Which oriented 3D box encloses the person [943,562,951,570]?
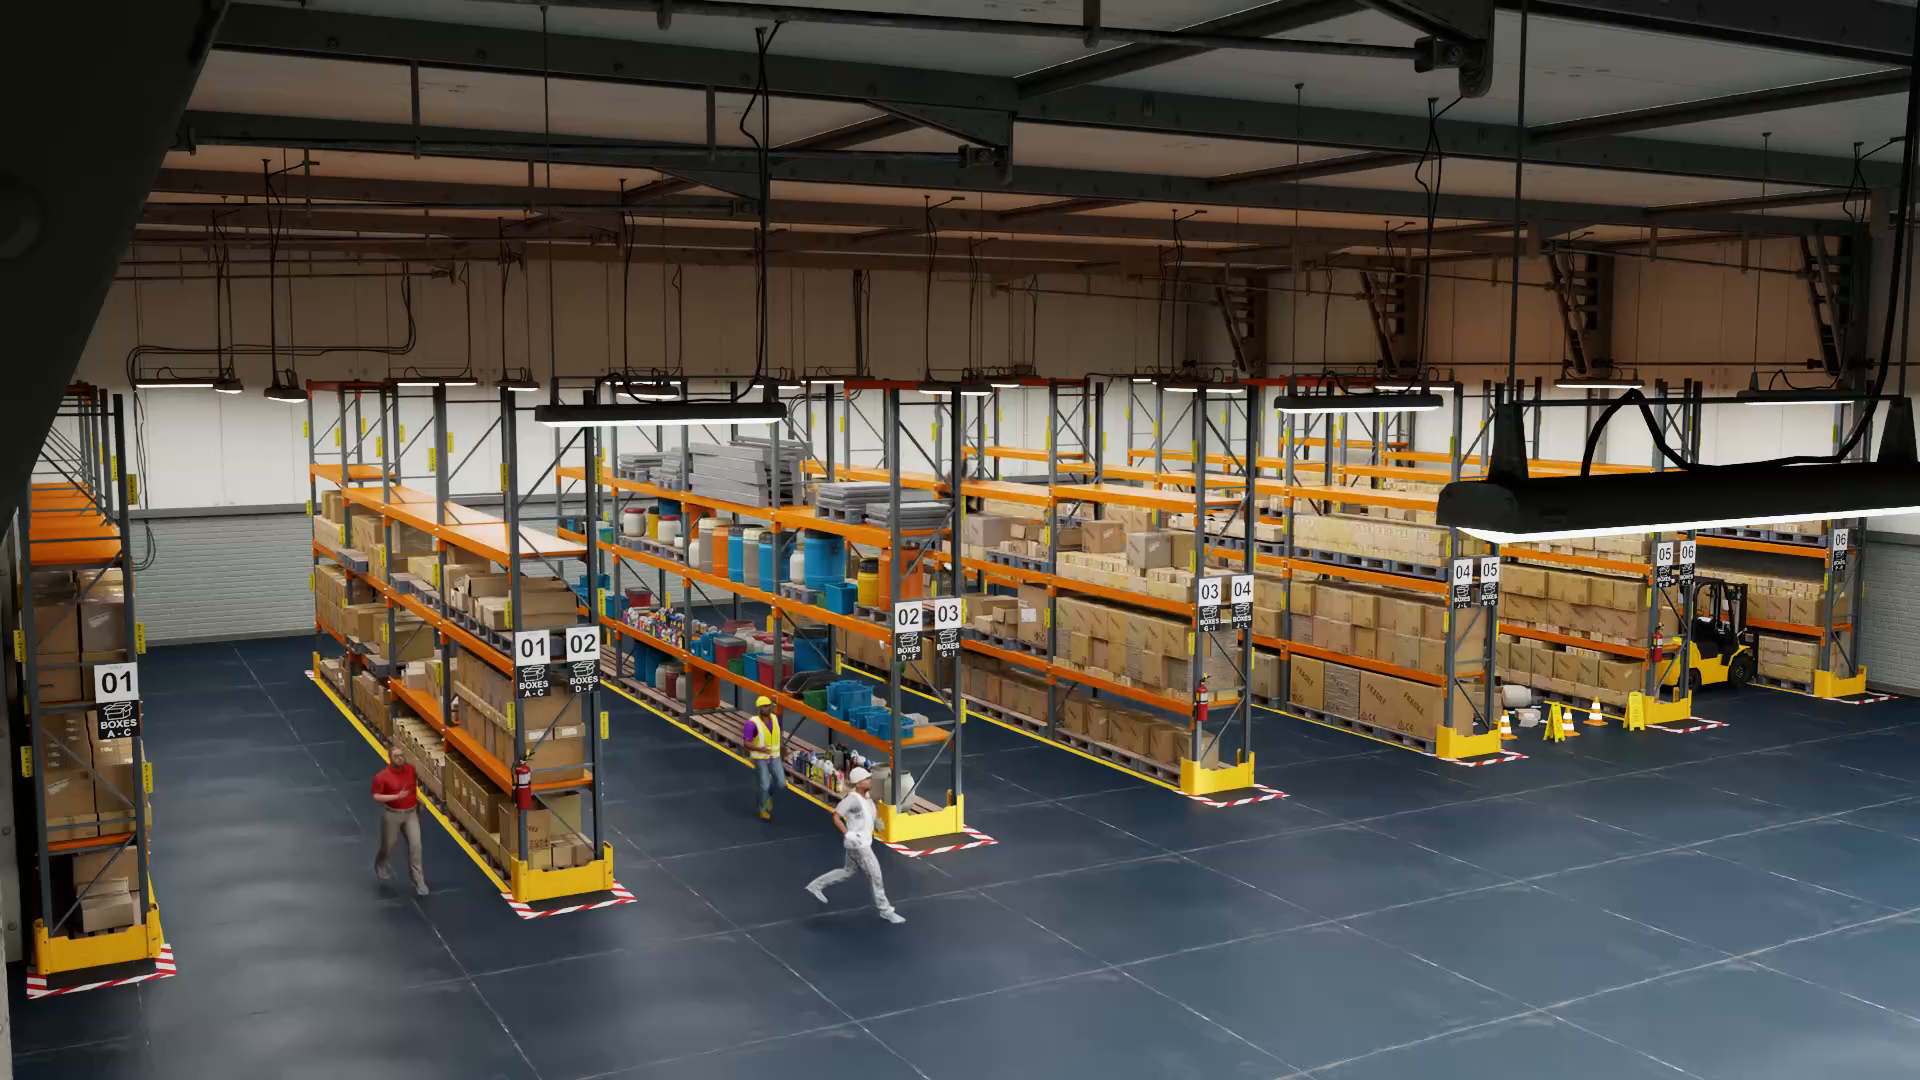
[{"bbox_3d":[-0.486,1.114,41.345,0.650,1.652,0.555,5,8,42],"label":"person"}]

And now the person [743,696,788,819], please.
[{"bbox_3d":[-2.661,3.020,23.056,0.692,1.724,0.582,-5,8,-37],"label":"person"}]

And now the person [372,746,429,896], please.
[{"bbox_3d":[-6.724,3.334,19.947,0.657,1.733,0.948,-6,8,-44],"label":"person"}]

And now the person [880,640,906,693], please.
[{"bbox_3d":[-1.122,1.947,30.242,0.664,1.763,0.603,-4,7,-33],"label":"person"}]

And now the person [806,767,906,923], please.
[{"bbox_3d":[-1.188,3.458,18.889,1.144,1.797,0.650,0,6,0],"label":"person"}]
